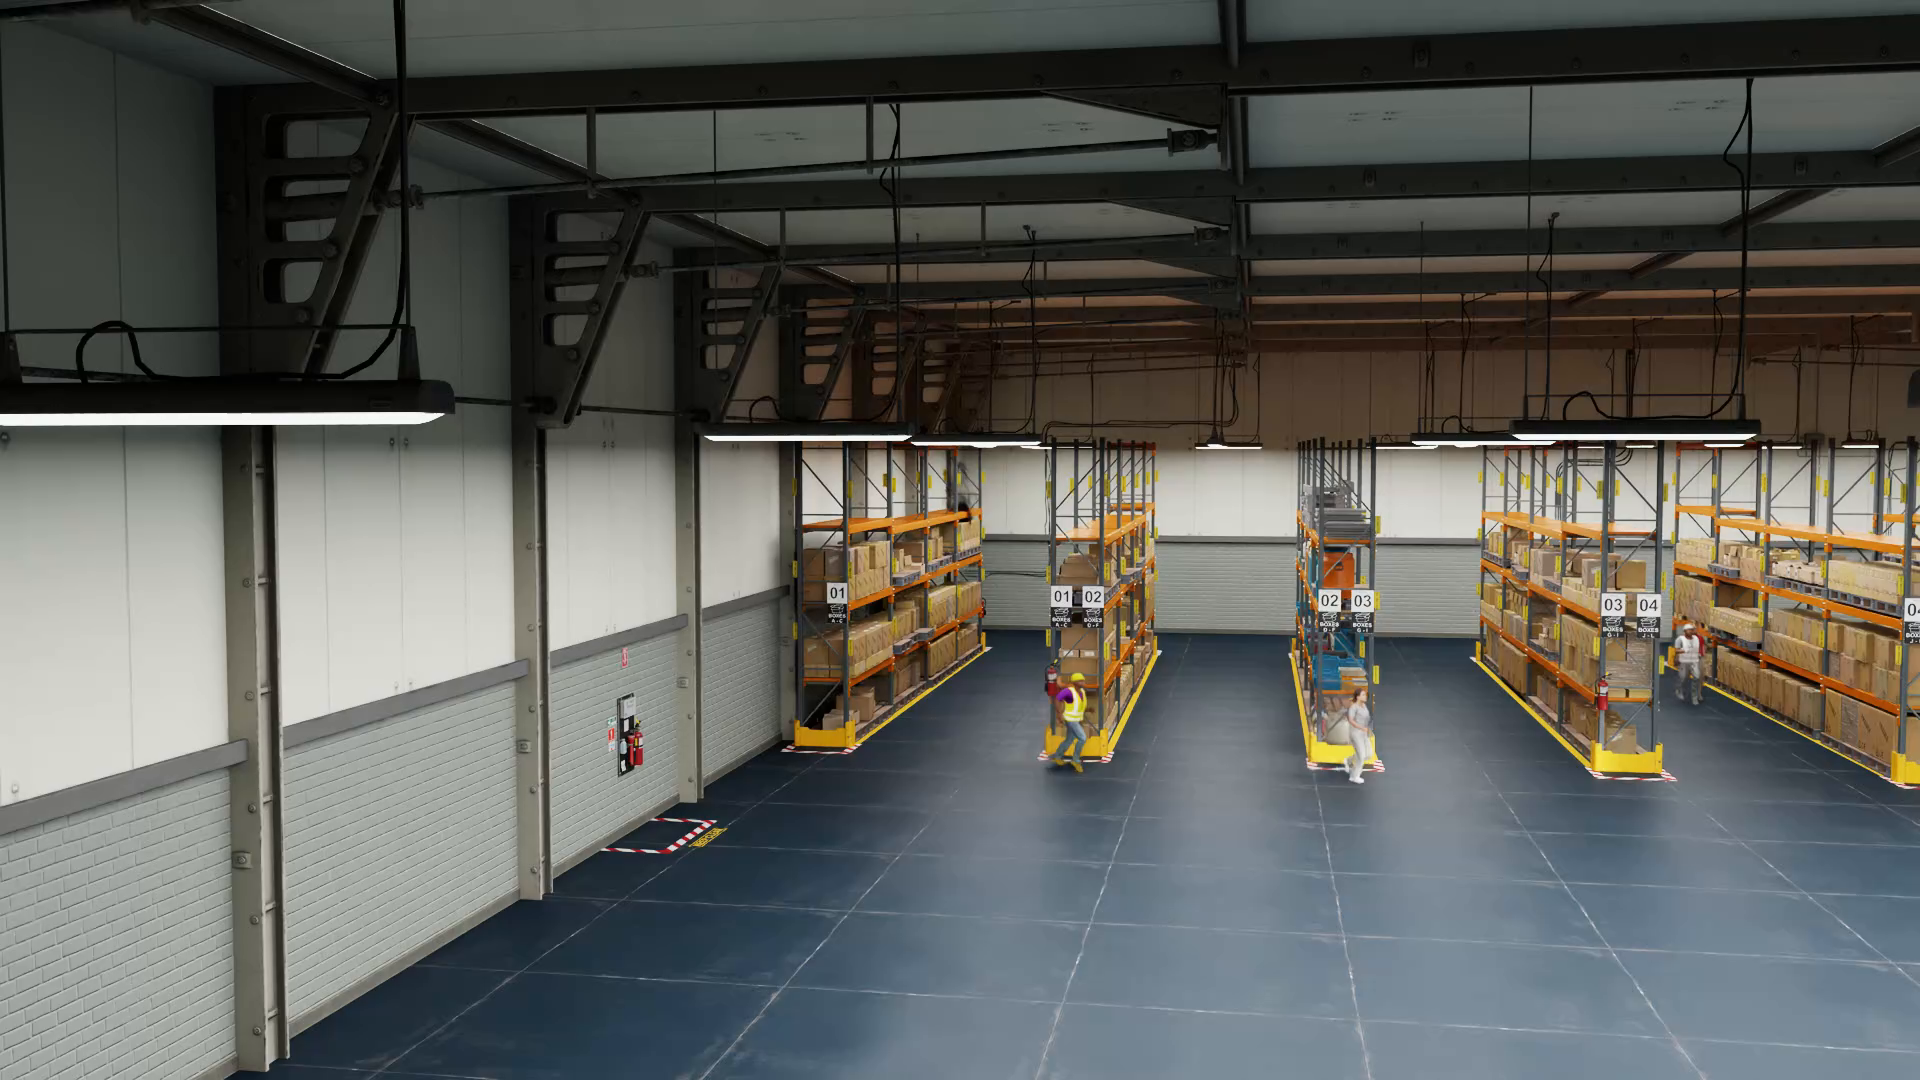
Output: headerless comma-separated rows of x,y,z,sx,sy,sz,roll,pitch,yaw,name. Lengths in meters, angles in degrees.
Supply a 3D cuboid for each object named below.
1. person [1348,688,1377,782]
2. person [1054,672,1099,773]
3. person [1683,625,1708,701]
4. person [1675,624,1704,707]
7.002,3.382,28.887,0.589,1.631,0.596,3,4,43,person
2.075,3.274,29.908,0.889,1.807,0.612,2,4,31,person
17.006,2.828,38.553,0.677,1.697,0.899,0,3,5,person
16.572,2.818,37.797,0.667,1.834,0.837,0,3,5,person
